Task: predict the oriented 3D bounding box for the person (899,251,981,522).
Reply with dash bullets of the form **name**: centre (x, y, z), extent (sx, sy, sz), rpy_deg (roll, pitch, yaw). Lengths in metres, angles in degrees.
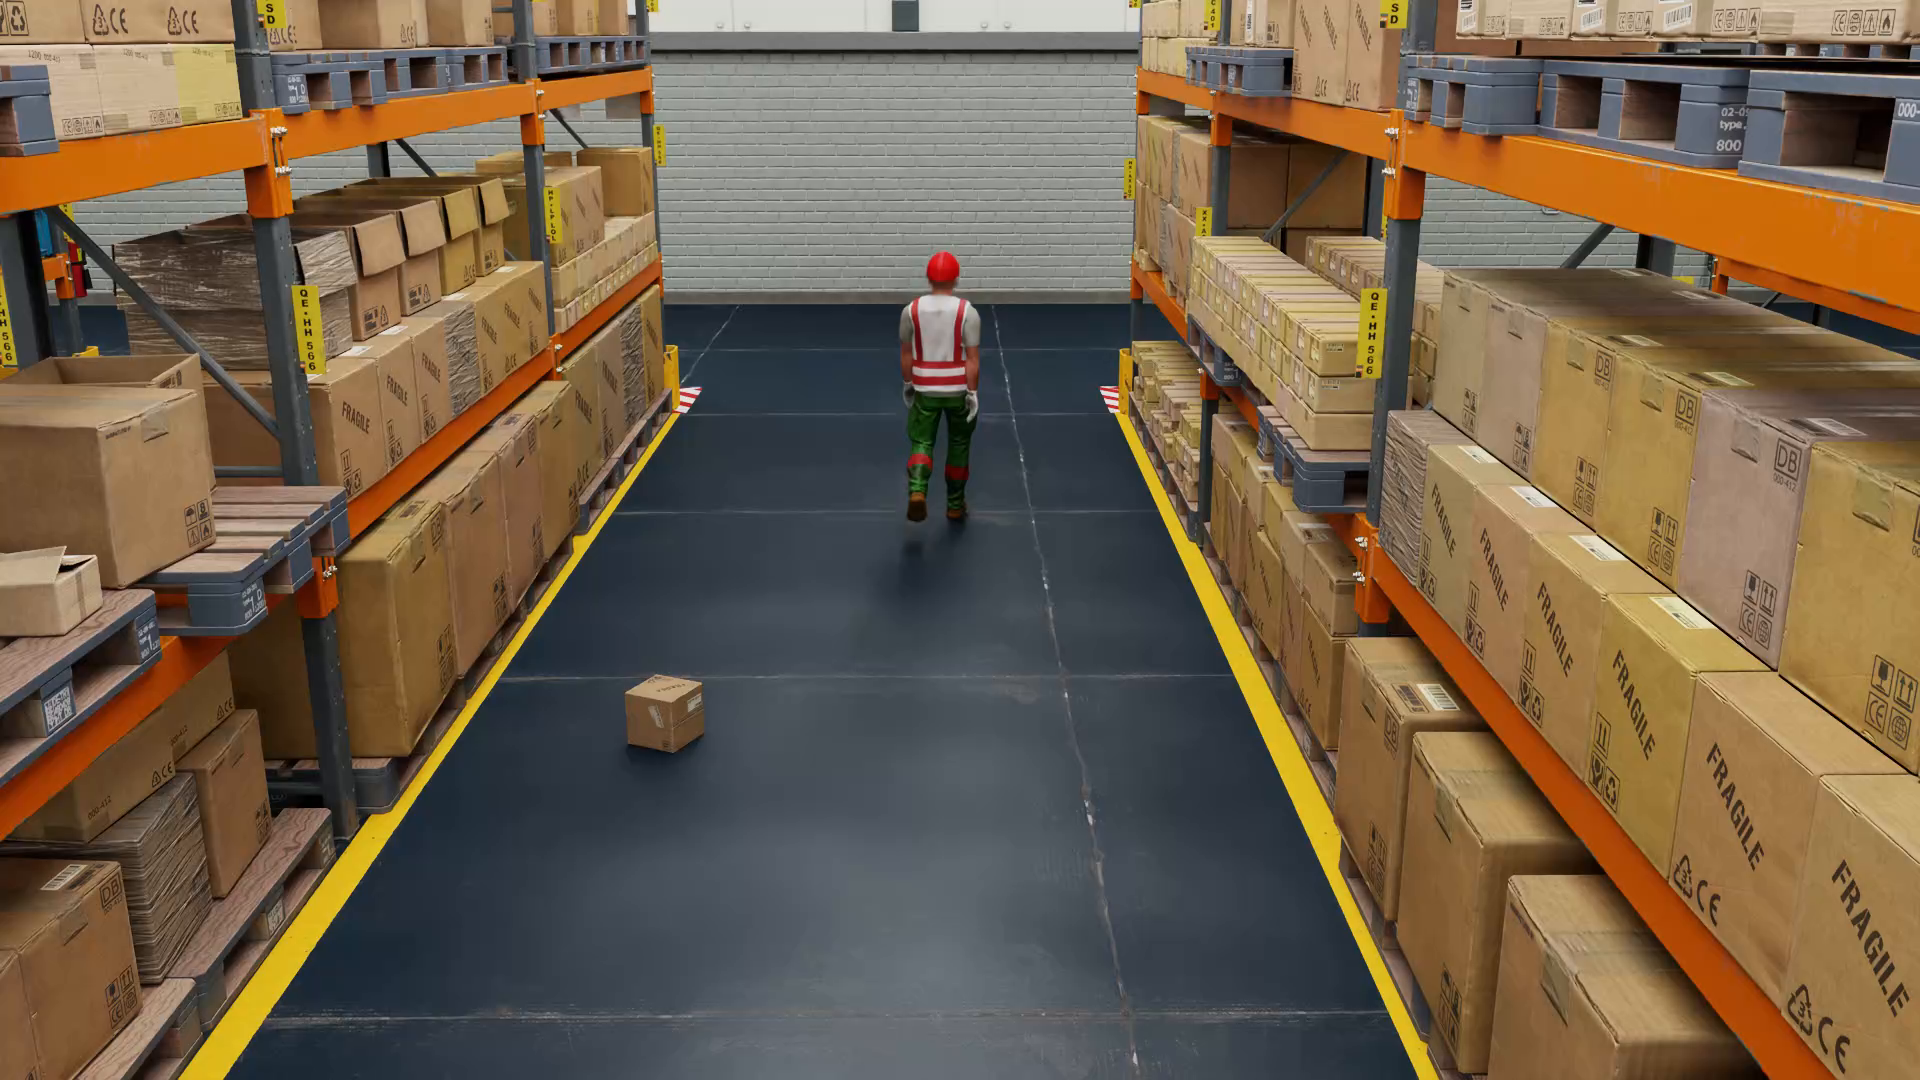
- **person**: centre (-0.124, -0.953, 10.605), extent (0.531, 1.768, 0.842), rpy_deg (2, 17, 7)
